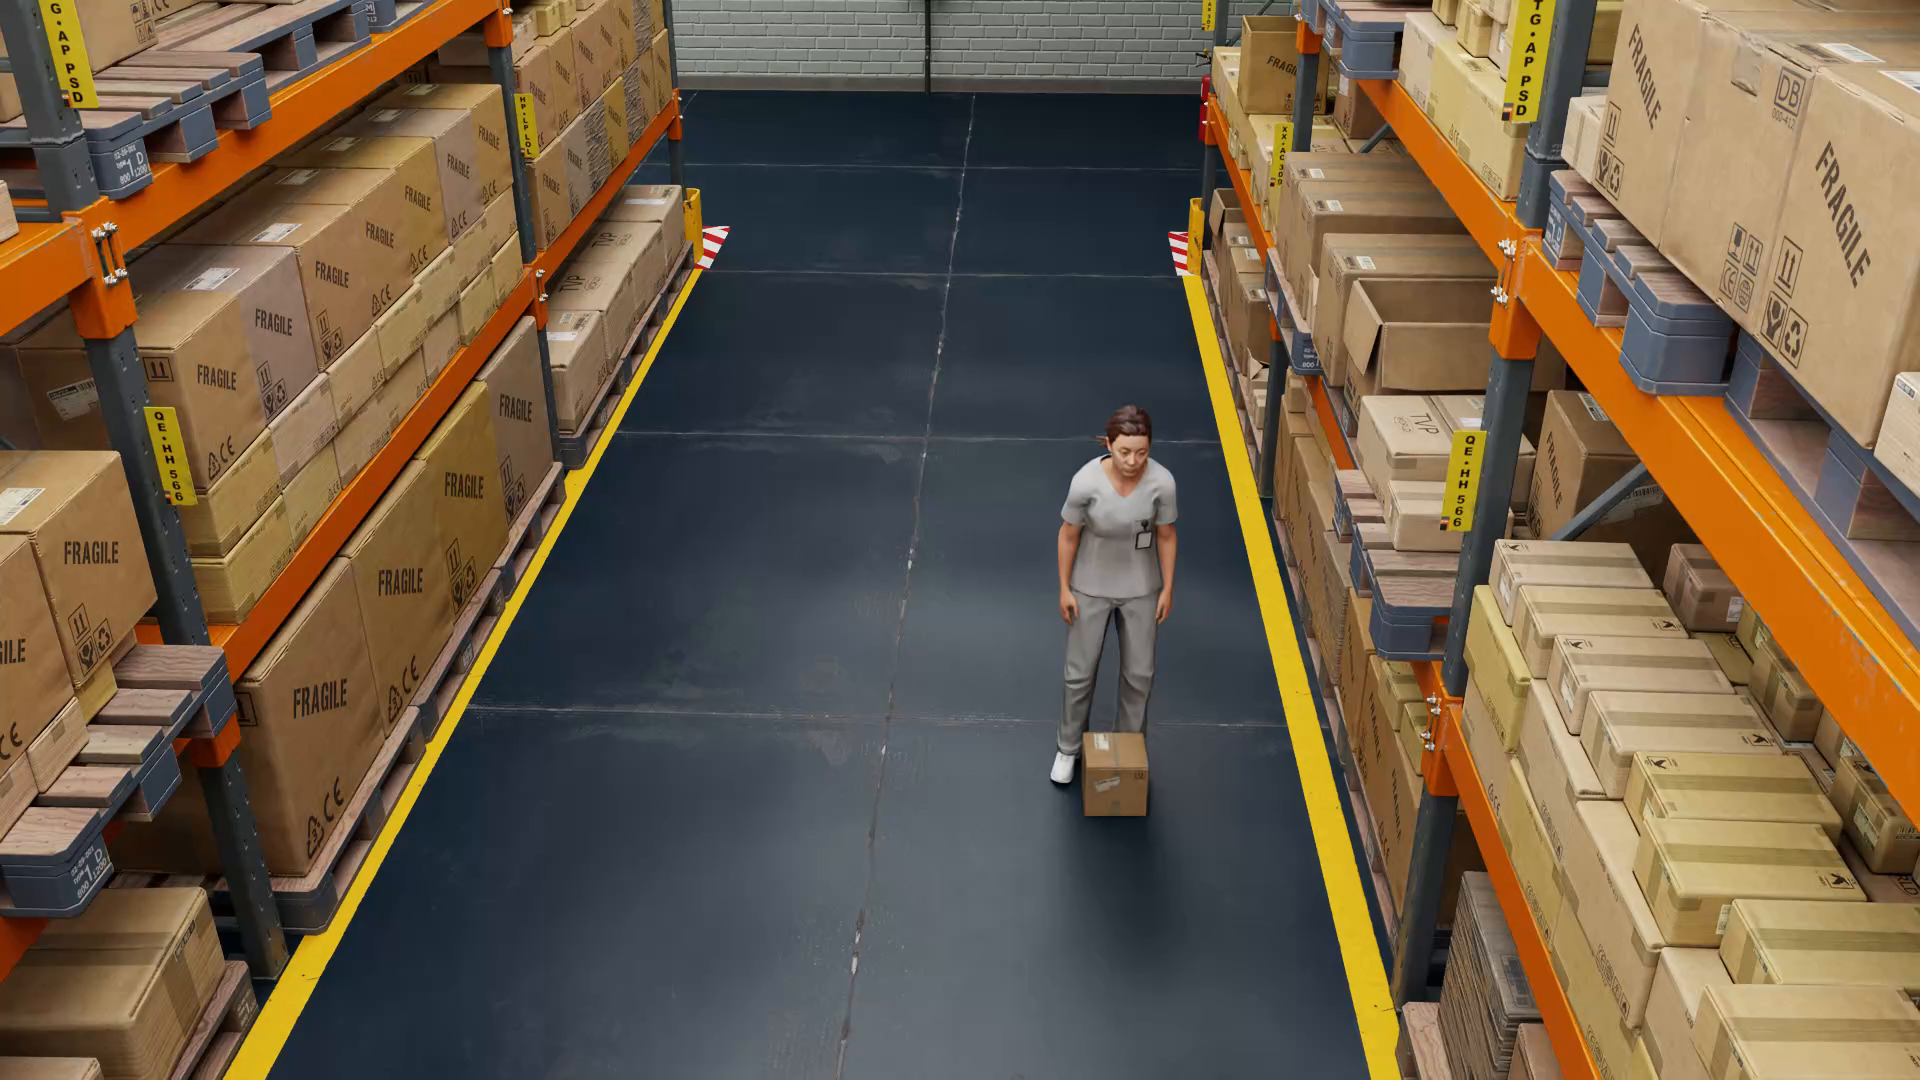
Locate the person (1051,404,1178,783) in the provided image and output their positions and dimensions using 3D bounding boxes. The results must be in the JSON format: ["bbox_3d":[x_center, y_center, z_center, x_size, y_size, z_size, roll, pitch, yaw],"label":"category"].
[{"bbox_3d":[0.626,0.217,6.716,0.489,1.673,0.359,0,28,-1],"label":"person"}]
